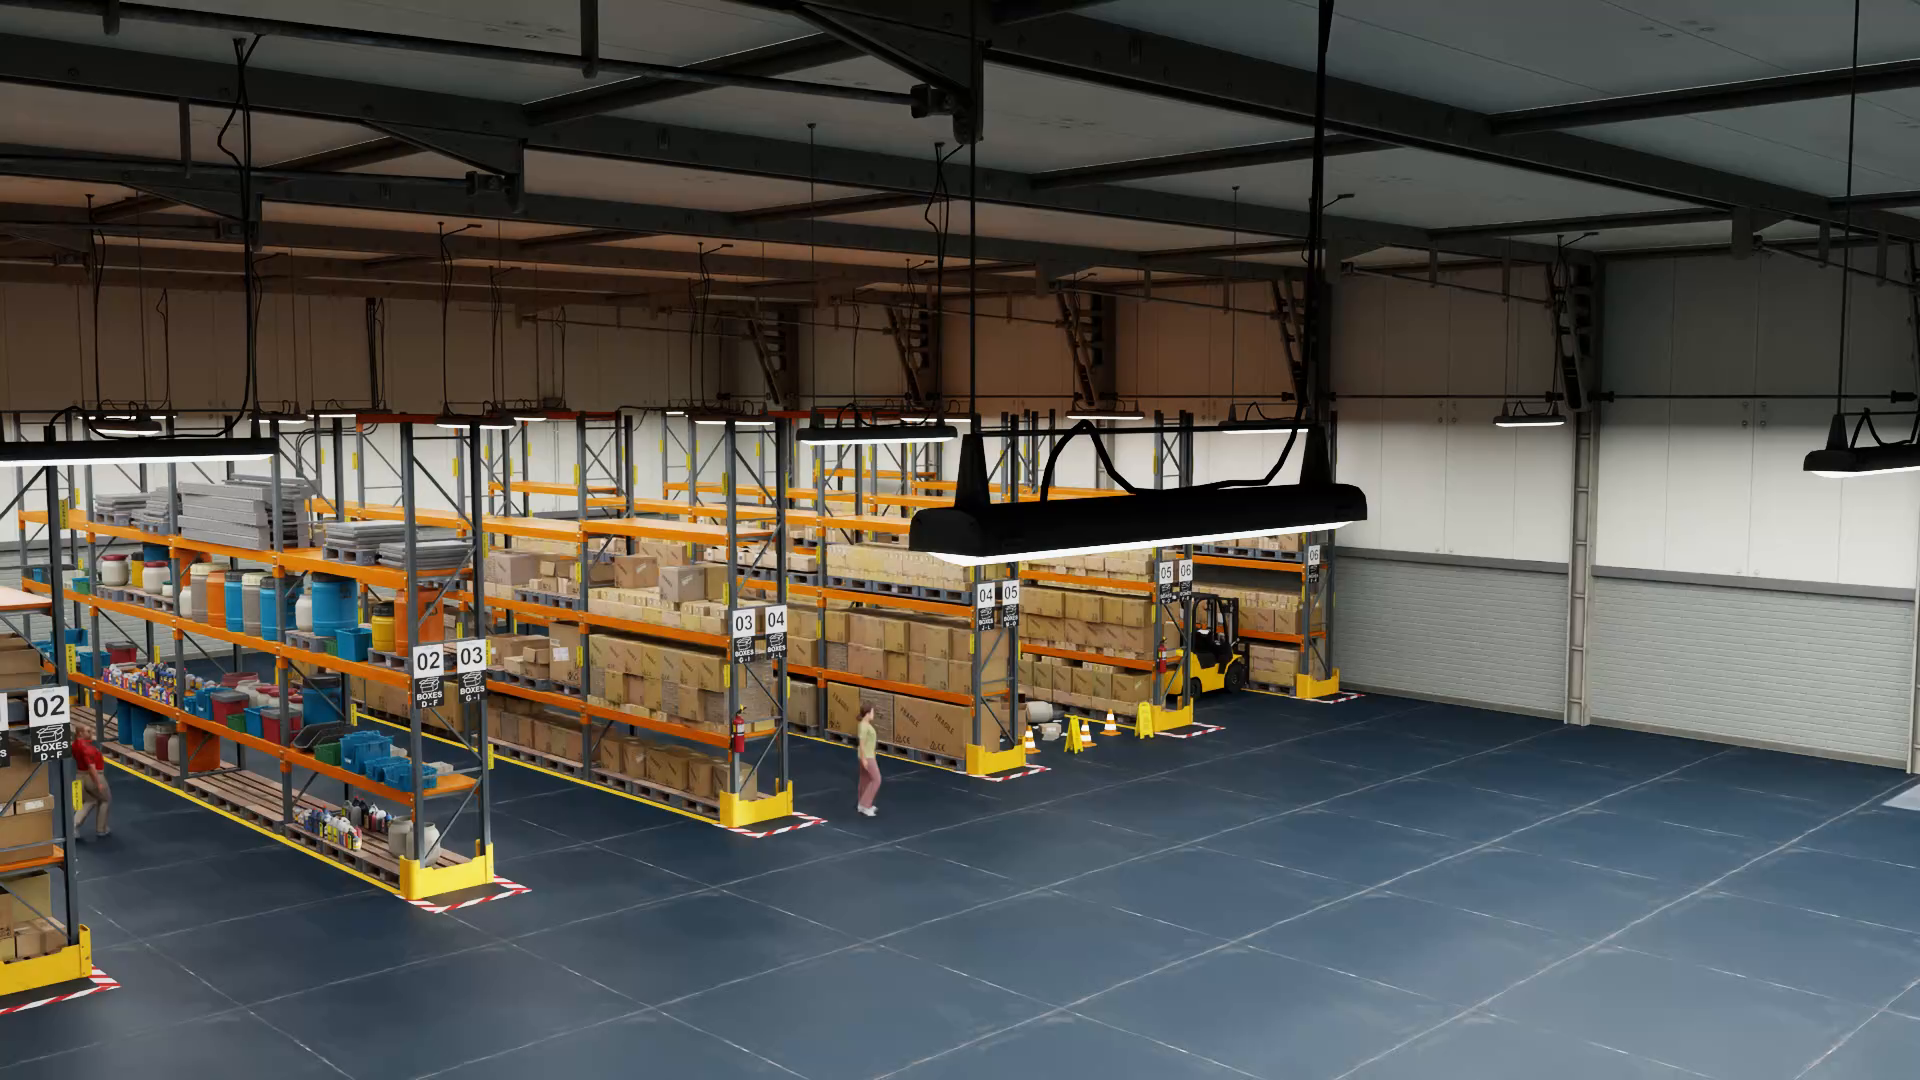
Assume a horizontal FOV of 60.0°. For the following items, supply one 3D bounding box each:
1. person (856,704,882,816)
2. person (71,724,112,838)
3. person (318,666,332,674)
[{"bbox_3d":[-1.399,3.310,25.210,0.387,1.675,0.503,-1,5,-9],"label":"person"},{"bbox_3d":[-12.435,3.434,23.838,0.538,1.671,0.644,1,5,17],"label":"person"},{"bbox_3d":[-10.961,2.984,28.978,0.478,1.669,0.530,4,6,39],"label":"person"}]
